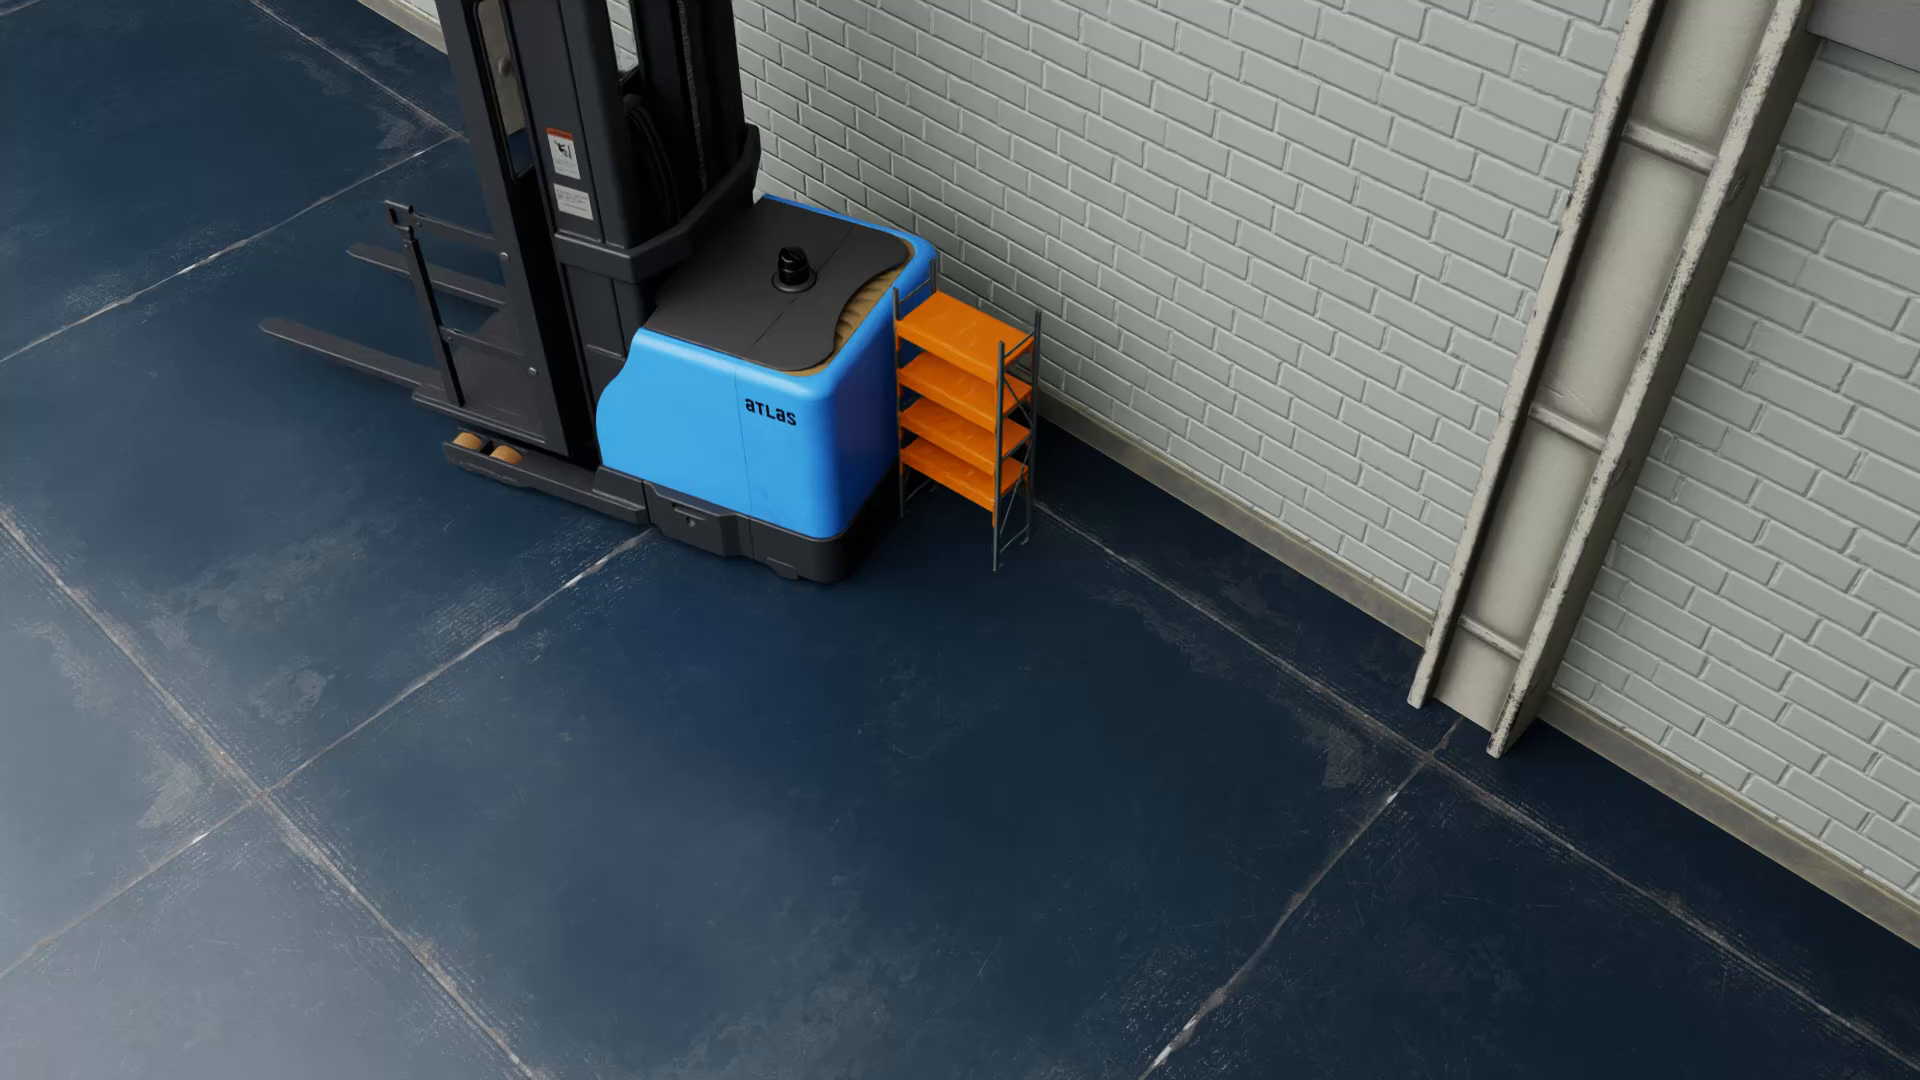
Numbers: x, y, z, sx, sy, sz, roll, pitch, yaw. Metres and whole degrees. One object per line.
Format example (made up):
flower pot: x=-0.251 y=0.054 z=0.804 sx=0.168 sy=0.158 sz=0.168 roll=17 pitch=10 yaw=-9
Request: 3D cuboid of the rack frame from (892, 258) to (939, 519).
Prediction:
rack frame: x=-0.169 y=-0.571 z=6.572 sx=0.015 sy=1.200 sz=0.240 roll=30 pitch=54 yaw=25

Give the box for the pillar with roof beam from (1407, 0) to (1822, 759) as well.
pillar with roof beam: x=-0.983 y=-0.148 z=0.825 sx=0.400 sy=9.000 sz=9.100 roll=34 pitch=55 yaw=28

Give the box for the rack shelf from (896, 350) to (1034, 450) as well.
rack shelf: x=0.023 y=-0.568 z=6.354 sx=0.480 sy=0.148 sz=0.258 roll=30 pitch=54 yaw=25

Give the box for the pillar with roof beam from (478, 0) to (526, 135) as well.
pillar with roof beam: x=-5.392 y=-3.115 z=3.611 sx=0.400 sy=9.000 sz=9.100 roll=34 pitch=55 yaw=28

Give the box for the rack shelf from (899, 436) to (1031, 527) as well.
rack shelf: x=0.023 y=-0.279 z=6.662 sx=0.480 sy=0.148 sz=0.258 roll=30 pitch=54 yaw=25

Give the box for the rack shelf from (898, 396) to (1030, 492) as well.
rack shelf: x=0.023 y=-0.415 z=6.517 sx=0.480 sy=0.148 sz=0.258 roll=30 pitch=54 yaw=25

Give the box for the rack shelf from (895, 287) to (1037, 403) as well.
rack shelf: x=0.023 y=-0.730 z=6.182 sx=0.480 sy=0.148 sz=0.258 roll=30 pitch=54 yaw=25

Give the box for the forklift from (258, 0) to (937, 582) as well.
forklift: x=-1.637 y=-1.570 z=6.322 sx=3.031 sy=2.935 sz=1.130 roll=19 pitch=50 yaw=17

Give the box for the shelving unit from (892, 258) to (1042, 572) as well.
shelving unit: x=0.023 y=-0.461 z=6.468 sx=0.503 sy=1.200 sz=0.258 roll=30 pitch=54 yaw=25

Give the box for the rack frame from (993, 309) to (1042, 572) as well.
rack frame: x=0.214 y=-0.351 z=6.365 sx=0.015 sy=1.200 sz=0.240 roll=30 pitch=54 yaw=25
